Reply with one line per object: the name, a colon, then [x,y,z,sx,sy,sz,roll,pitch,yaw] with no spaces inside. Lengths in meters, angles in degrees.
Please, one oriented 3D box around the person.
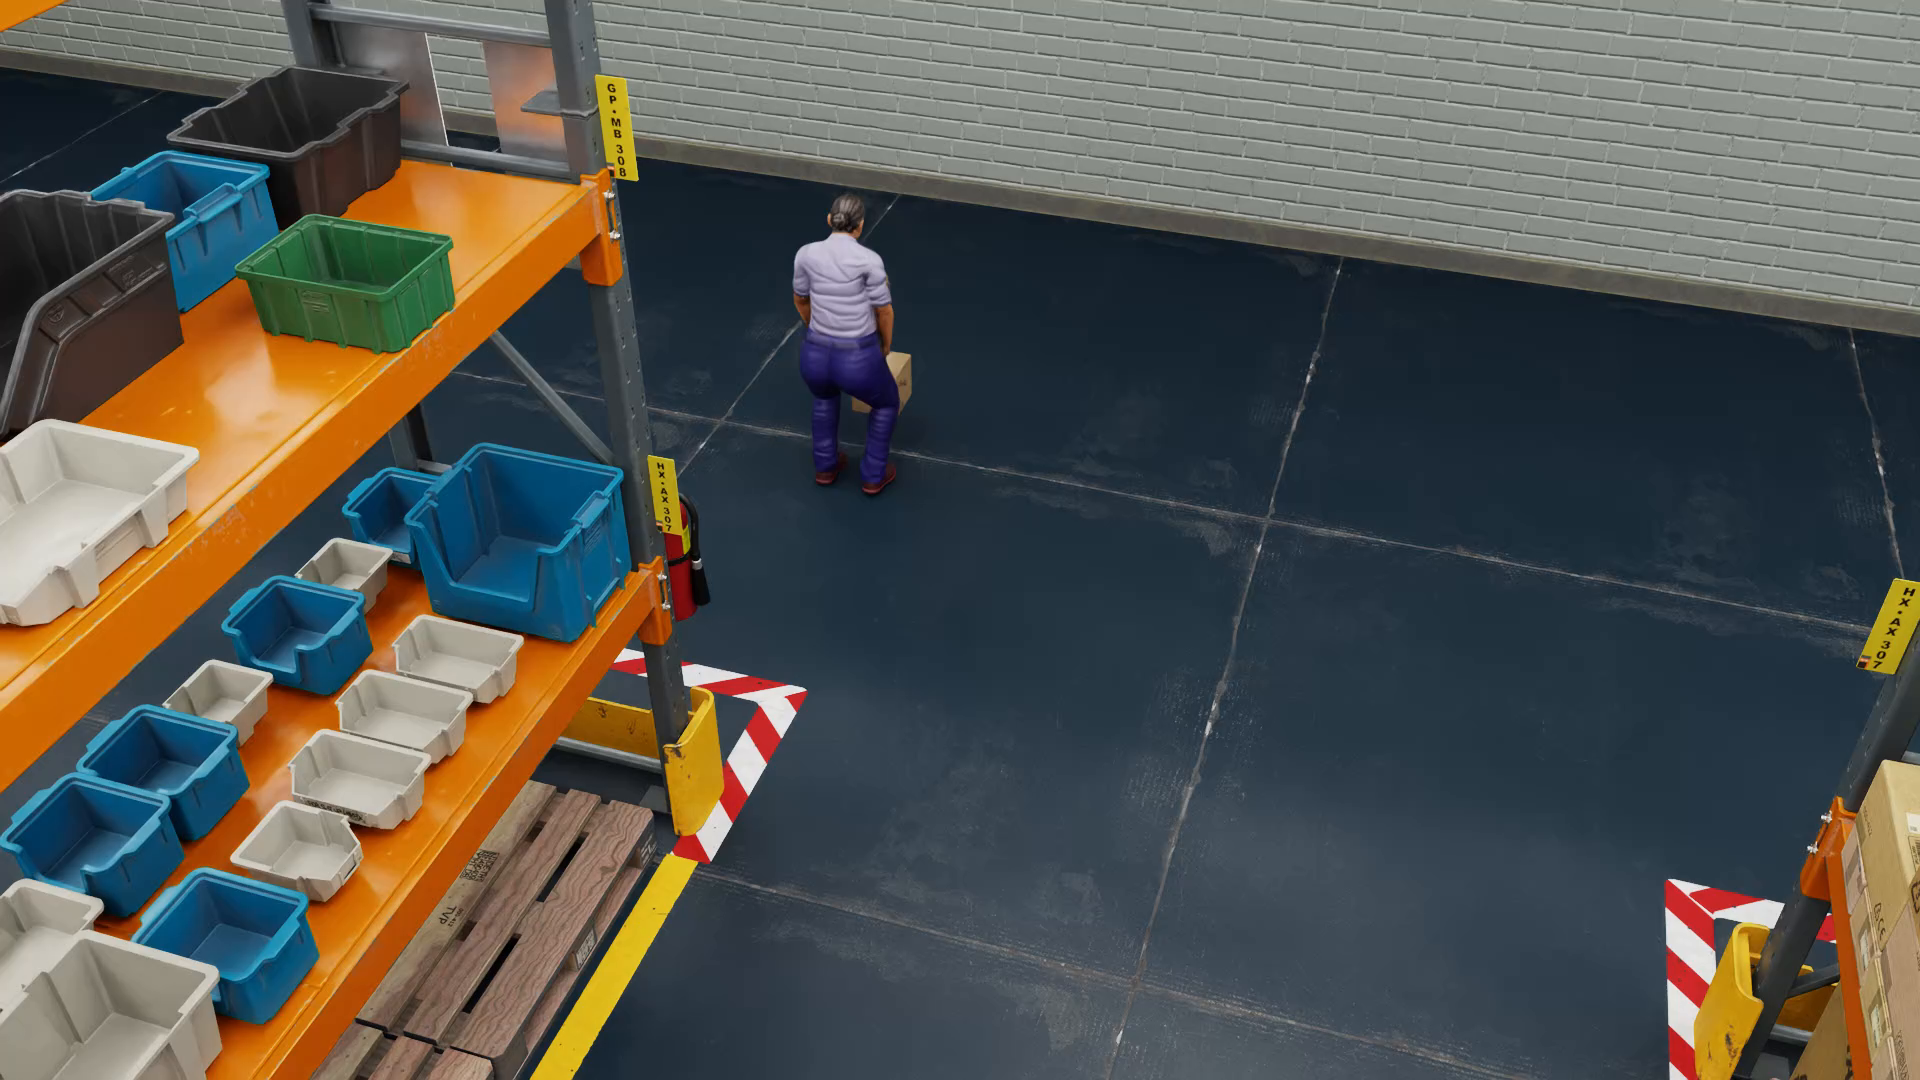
person: [-0.585,-0.931,8.236,0.519,1.529,0.507,12,39,15]
